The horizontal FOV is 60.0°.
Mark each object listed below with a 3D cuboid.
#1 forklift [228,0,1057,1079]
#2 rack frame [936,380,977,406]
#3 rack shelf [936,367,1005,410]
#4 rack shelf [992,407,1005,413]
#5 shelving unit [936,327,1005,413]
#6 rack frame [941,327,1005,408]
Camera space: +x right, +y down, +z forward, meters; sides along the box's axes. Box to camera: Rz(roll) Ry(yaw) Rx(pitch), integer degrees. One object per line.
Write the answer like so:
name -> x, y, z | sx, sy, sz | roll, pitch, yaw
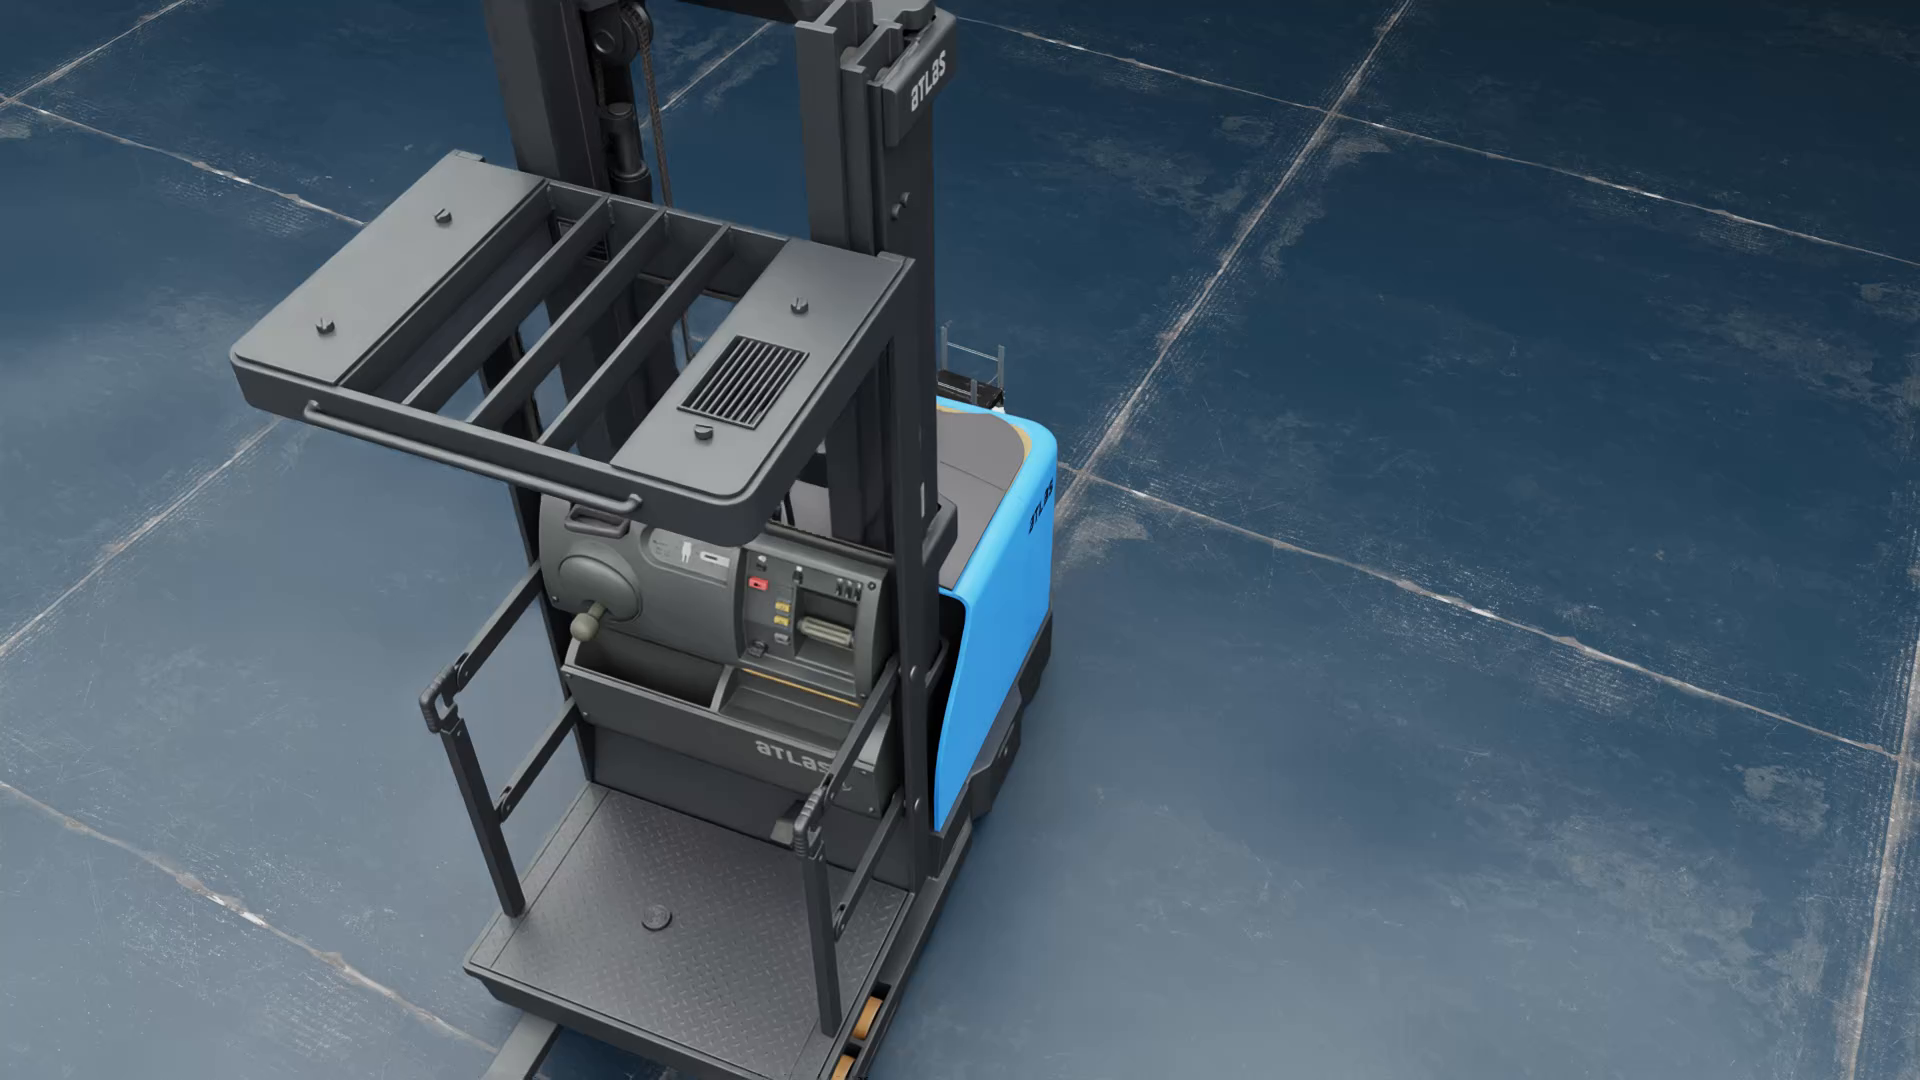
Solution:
forklift -> -0.704, 0.223, 3.969 | 1.130, 2.935, 3.031 | 16, 47, 15
rack frame -> -0.051, -0.247, 5.862 | 0.240, 0.900, 0.006 | 20, 49, 19
rack shelf -> -0.004, -0.478, 5.757 | 0.258, 0.077, 0.200 | 20, 49, 19
rack shelf -> -0.004, -0.414, 5.821 | 0.258, 0.077, 0.200 | 20, 49, 19
shelving unit -> -0.004, -0.311, 5.925 | 0.258, 0.900, 0.210 | 20, 49, 19
rack frame -> 0.043, -0.375, 5.988 | 0.240, 0.900, 0.006 | 20, 49, 19
